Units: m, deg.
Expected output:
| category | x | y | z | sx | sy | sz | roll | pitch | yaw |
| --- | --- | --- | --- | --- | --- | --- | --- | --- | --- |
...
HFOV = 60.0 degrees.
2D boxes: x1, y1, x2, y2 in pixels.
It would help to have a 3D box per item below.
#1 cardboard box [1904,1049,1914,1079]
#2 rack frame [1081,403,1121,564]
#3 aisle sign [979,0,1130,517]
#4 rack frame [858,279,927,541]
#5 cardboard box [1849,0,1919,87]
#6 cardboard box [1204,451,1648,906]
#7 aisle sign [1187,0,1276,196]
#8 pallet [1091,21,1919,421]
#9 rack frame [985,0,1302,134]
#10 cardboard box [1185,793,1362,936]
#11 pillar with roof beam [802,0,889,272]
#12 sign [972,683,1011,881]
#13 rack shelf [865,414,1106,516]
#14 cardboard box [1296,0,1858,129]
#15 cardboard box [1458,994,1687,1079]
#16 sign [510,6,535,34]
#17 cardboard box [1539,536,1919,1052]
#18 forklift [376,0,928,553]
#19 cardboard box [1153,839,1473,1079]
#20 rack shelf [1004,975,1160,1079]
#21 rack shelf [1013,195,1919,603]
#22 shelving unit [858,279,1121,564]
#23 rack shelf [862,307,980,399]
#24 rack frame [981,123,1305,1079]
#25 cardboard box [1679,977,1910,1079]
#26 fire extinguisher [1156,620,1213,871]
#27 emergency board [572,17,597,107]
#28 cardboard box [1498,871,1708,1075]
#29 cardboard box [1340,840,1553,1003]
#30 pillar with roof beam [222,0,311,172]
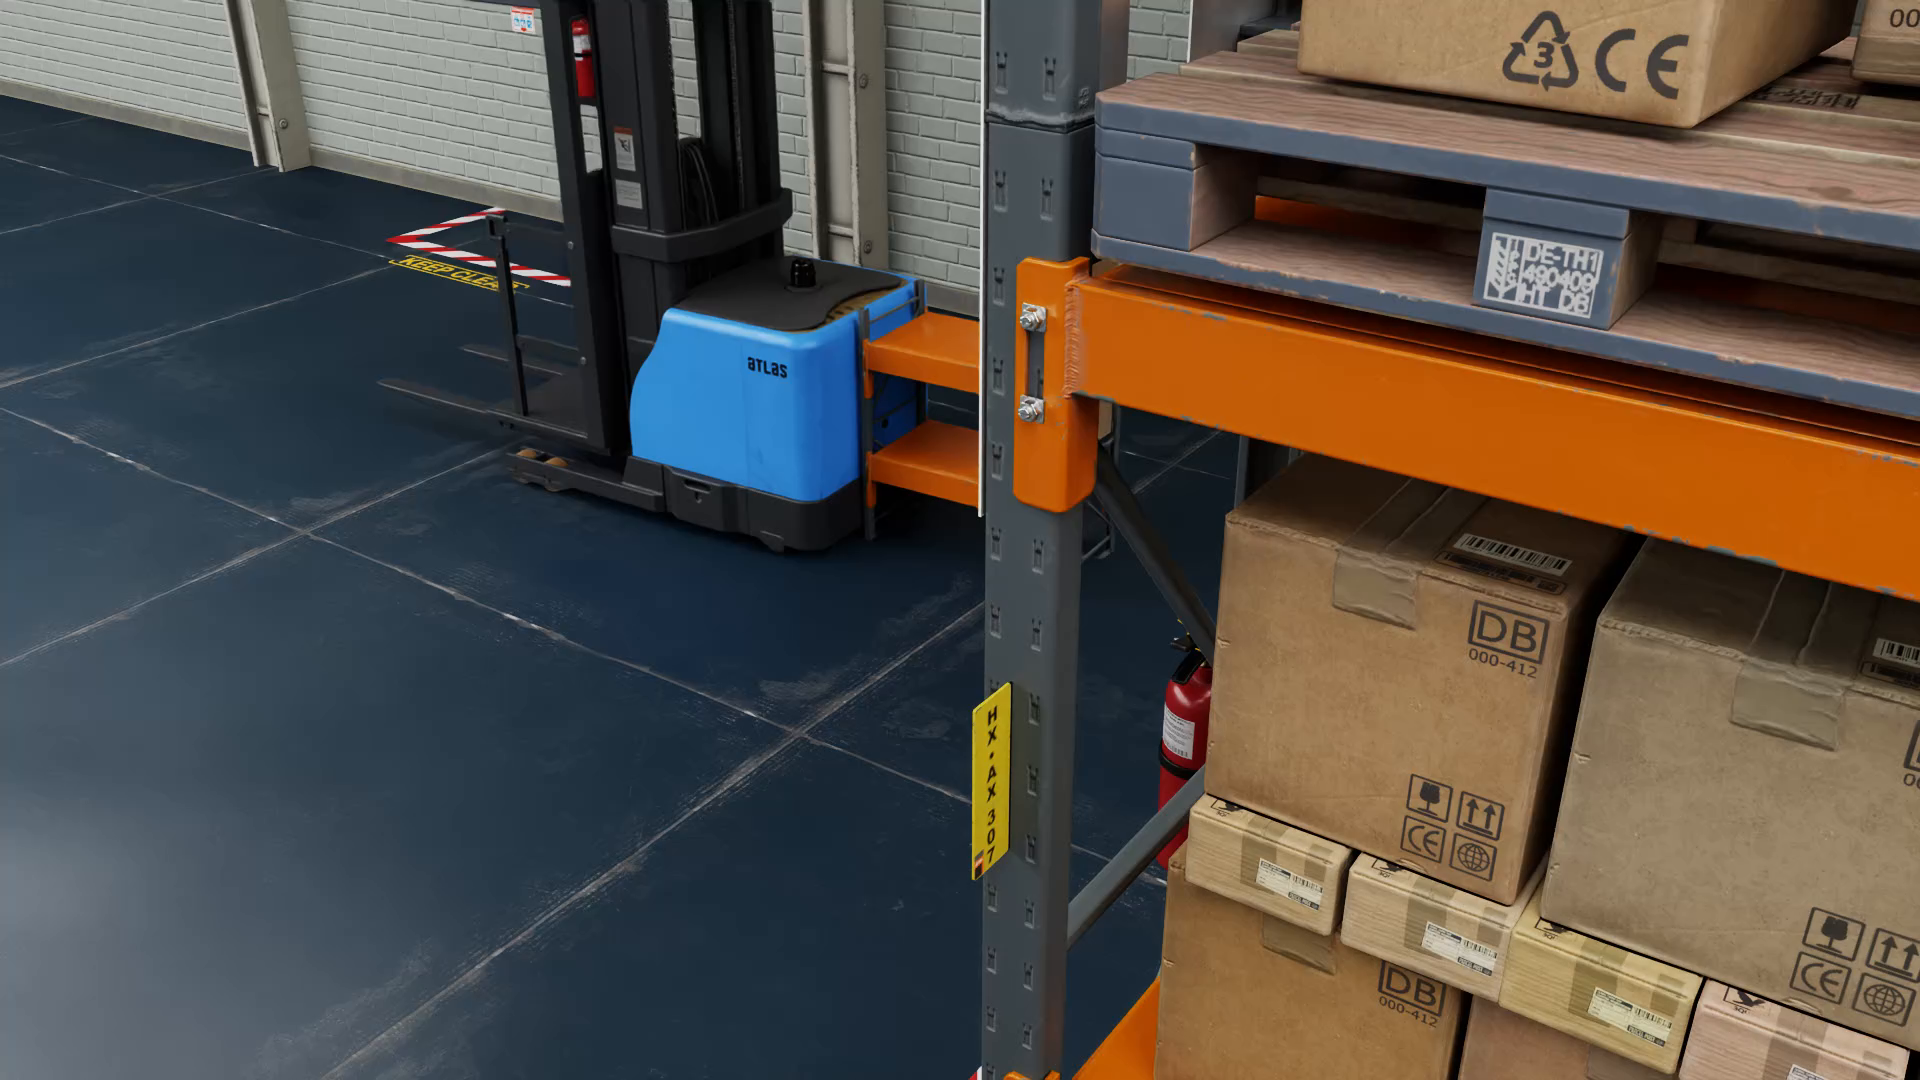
| category | x | y | z | sx | sy | sz | roll | pitch | yaw |
| --- | --- | --- | --- | --- | --- | --- | --- | --- | --- |
| cardboard box | 1.588 | 0.944 | 2.477 | 0.500 | 0.500 | 0.700 | 18 | 32 | 31 |
| rack frame | 0.569 | -0.359 | 7.216 | 0.032 | 1.125 | 0.500 | 15 | 31 | 27 |
| aisle sign | 0.141 | -0.459 | 2.479 | 0.004 | 0.787 | 0.394 | 17 | 32 | 30 |
| rack frame | -0.303 | -0.596 | 7.681 | 0.032 | 1.125 | 0.500 | 15 | 31 | 27 |
| cardboard box | 1.467 | -0.721 | 2.100 | 0.500 | 0.250 | 0.500 | 17 | 32 | 30 |
| cardboard box | 0.790 | 0.117 | 2.672 | 0.500 | 0.500 | 0.700 | 17 | 32 | 30 |
| aisle sign | 0.481 | -0.684 | 2.920 | 0.004 | 0.787 | 0.394 | 17 | 32 | 30 |
| pallet | 0.937 | -0.505 | 2.225 | 1.213 | 0.211 | 1.003 | 17 | 32 | 30 |
| rack frame | 0.369 | -2.072 | 1.900 | 0.127 | 3.000 | 1.000 | 17 | 32 | 30 |
| cardboard box | 0.570 | 0.449 | 2.735 | 0.250 | 0.149 | 0.380 | 17 | 32 | 30 |
| pillar with roof beam | -3.146 | -4.000 | 5.688 | 0.400 | 9.000 | 9.100 | 17 | 32 | 30 |
| sign | 0.050 | 0.386 | 2.642 | 0.005 | 0.325 | 0.100 | 17 | 32 | 30 |
| rack shelf | 0.133 | -0.260 | 7.559 | 1.000 | 0.278 | 0.538 | 15 | 31 | 27 |
| cardboard box | 0.840 | -0.882 | 2.137 | 0.637 | 0.503 | 0.797 | 20 | 33 | 34 |
| cardboard box | 1.182 | 0.815 | 2.732 | 0.500 | 0.500 | 0.700 | 18 | 32 | 32 |
| sign | -3.121 | -3.781 | 11.833 | 0.234 | 0.329 | 0.001 | 17 | 32 | 30 |
| cardboard box | 1.227 | 0.250 | 2.411 | 0.500 | 0.500 | 0.700 | 16 | 31 | 29 |
| forklift | -1.668 | -1.732 | 7.922 | 3.031 | 2.935 | 1.130 | 15 | 31 | 27 |
| cardboard box | 0.746 | 0.682 | 2.993 | 0.500 | 0.500 | 0.700 | 17 | 32 | 30 |
| rack shelf | 2.017 | 1.436 | 2.415 | 4.000 | 0.370 | 1.077 | 17 | 32 | 30 |
| rack shelf | 2.017 | 0.099 | 1.735 | 4.000 | 0.370 | 1.077 | 17 | 32 | 30 |
| shelving unit | 0.133 | -0.478 | 7.448 | 1.048 | 1.125 | 0.538 | 15 | 31 | 27 |
| rack shelf | 0.133 | -0.738 | 7.315 | 1.000 | 0.278 | 0.538 | 15 | 31 | 27 |
| rack frame | 0.369 | 0.601 | 3.261 | 0.127 | 3.000 | 1.000 | 17 | 32 | 30 |
| cardboard box | 1.201 | 0.646 | 2.348 | 0.250 | 0.149 | 0.380 | 17 | 31 | 30 |
| fire extinguisher | 0.534 | 0.432 | 3.679 | 0.183 | 0.674 | 0.296 | 17 | 32 | 30 |
| emergency board | -2.724 | -3.585 | 11.487 | 0.643 | 1.169 | 0.194 | 17 | 32 | 30 |
| cardboard box | 0.994 | 0.580 | 2.477 | 0.250 | 0.149 | 0.380 | 17 | 32 | 31 |
| cardboard box | 0.789 | 0.516 | 2.604 | 0.250 | 0.149 | 0.380 | 16 | 31 | 29 |
| pillar with roof beam | -8.092 | -5.541 | 8.716 | 0.400 | 9.000 | 9.100 | 17 | 32 | 30 |
